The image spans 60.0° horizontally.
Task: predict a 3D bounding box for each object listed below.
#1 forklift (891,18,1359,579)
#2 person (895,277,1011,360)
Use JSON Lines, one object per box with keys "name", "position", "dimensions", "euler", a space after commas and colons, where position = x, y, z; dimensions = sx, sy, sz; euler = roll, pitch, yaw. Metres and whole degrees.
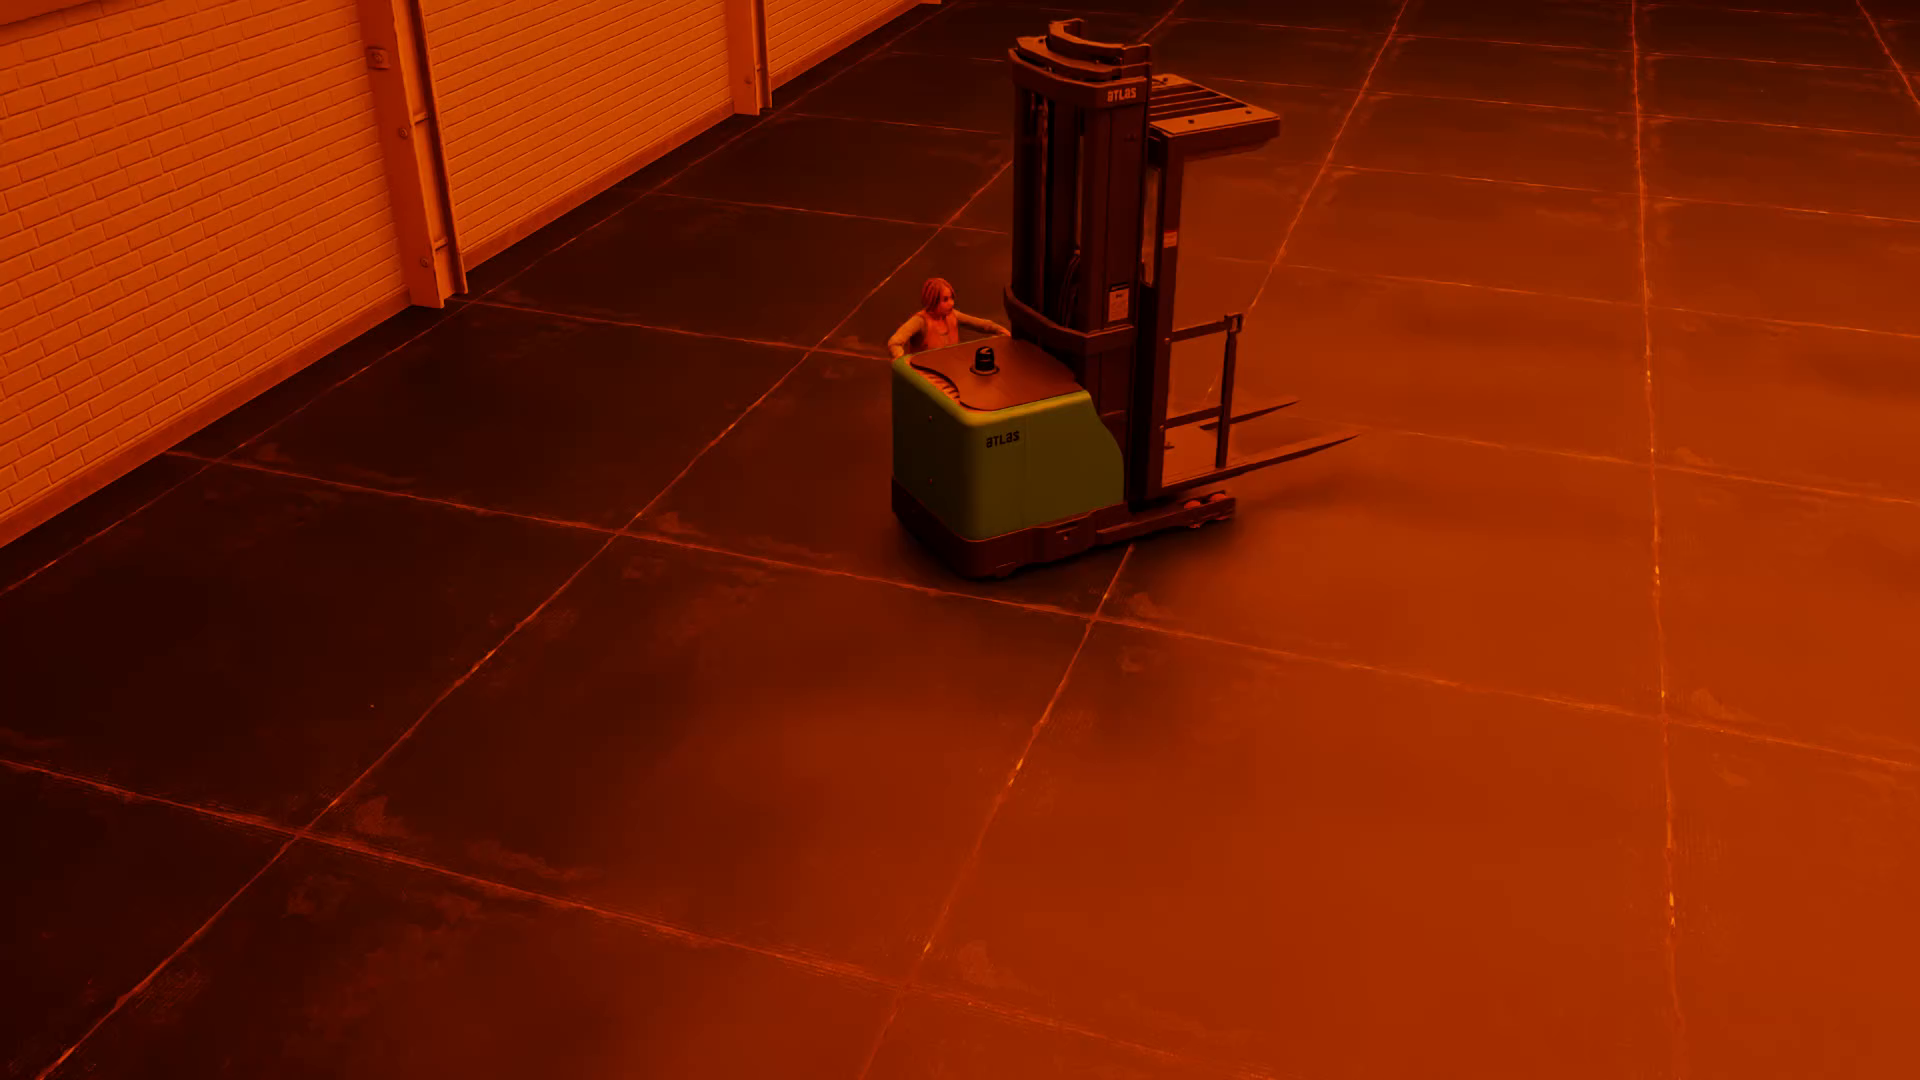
{"name": "forklift", "position": [1.122, -1.561, 9.874], "dimensions": [3.031, 2.935, 1.130], "euler": [-15, 33, -25]}
{"name": "person", "position": [-0.007, -0.900, 10.275], "dimensions": [0.756, 1.365, 0.893], "euler": [19, 35, 30]}
